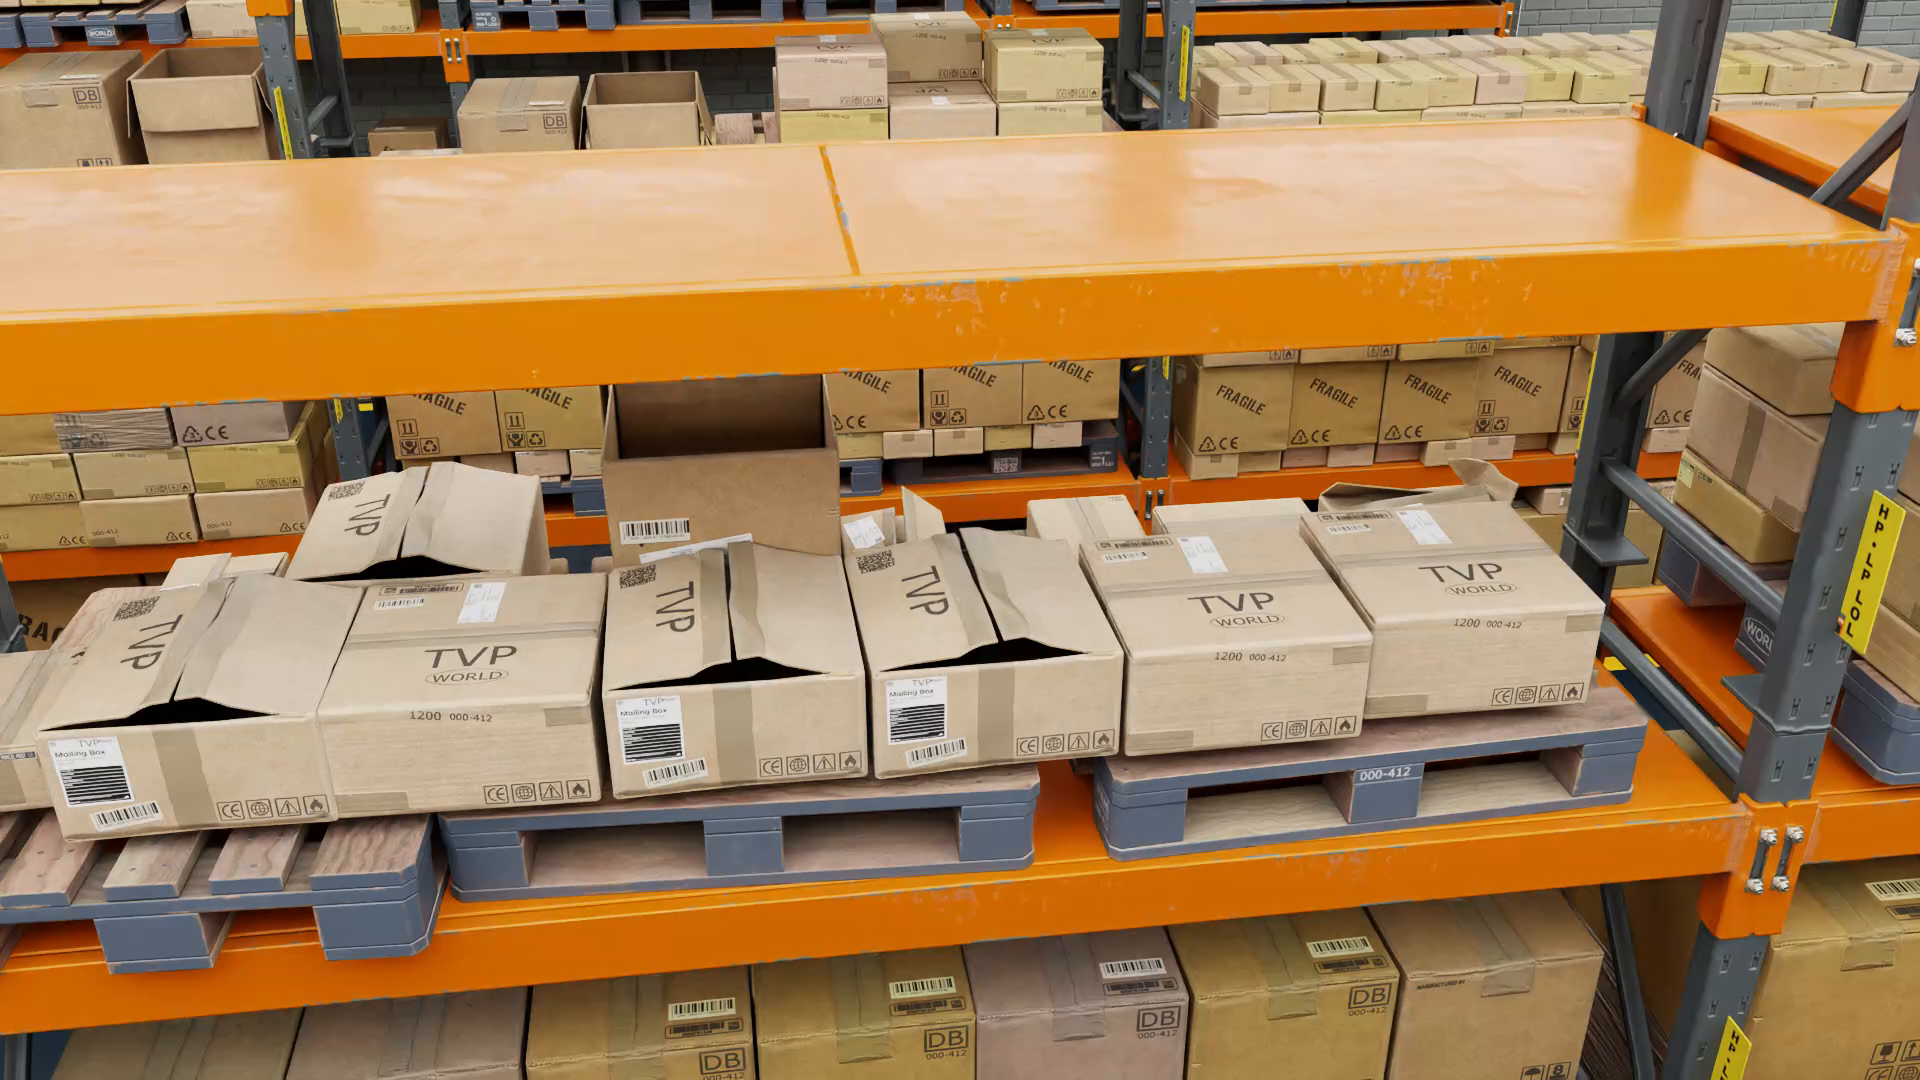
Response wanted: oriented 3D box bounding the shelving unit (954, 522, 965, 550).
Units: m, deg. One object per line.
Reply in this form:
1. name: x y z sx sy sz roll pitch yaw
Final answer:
1. shelving unit: -0.093 -0.448 10.511 0.189 1.200 0.258 -7 28 -14

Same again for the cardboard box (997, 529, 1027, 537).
1. cardboard box: 0.431 0.311 9.478 0.625 0.372 0.950 -3 27 -6

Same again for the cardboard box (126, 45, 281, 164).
1. cardboard box: -3.363 -1.926 7.562 0.637 0.503 0.797 -5 28 -10

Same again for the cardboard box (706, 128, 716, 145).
1. cardboard box: -1.829 -3.062 12.814 0.250 0.149 0.380 -4 27 -7

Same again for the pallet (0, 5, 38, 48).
1. pallet: -7.011 -3.701 11.800 1.003 0.211 1.213 -4 27 -7

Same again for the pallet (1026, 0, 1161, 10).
1. pallet: 1.096 -4.310 12.878 1.213 0.211 1.003 -4 27 -7

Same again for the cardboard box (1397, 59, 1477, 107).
1. cardboard box: 2.326 -2.241 8.151 0.250 0.149 0.380 -5 28 -9

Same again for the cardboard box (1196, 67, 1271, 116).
1. cardboard box: 1.308 -2.155 7.984 0.250 0.149 0.380 -4 27 -8

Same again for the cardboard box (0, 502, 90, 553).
1. cardboard box: -4.480 -0.170 8.163 0.500 0.250 0.500 -4 27 -8

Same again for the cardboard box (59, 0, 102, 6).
1. cardboard box: -6.052 -3.812 11.515 0.250 0.149 0.380 -3 27 -6

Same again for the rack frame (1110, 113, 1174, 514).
1. rack frame: 0.950 -0.705 9.042 0.127 3.000 1.000 -4 27 -7

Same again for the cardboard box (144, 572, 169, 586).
1. cardboard box: -3.706 0.314 8.922 0.875 0.875 0.875 -4 27 -8

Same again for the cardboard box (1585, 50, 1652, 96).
1. cardboard box: 3.342 -2.349 8.361 0.250 0.149 0.380 -4 27 -9

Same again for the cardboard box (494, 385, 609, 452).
1. cardboard box: -2.018 -0.775 8.282 0.500 0.500 0.500 -2 27 -4

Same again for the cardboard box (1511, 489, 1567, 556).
1. cardboard box: 3.137 -0.024 9.445 0.500 0.500 0.500 -4 27 -8

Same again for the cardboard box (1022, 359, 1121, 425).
1. cardboard box: 0.525 -0.936 8.595 0.500 0.500 0.500 -4 27 -8

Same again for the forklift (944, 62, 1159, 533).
1. forklift: 0.788 -1.873 11.393 1.130 2.935 3.031 17 32 30

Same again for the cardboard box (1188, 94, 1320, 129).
1. cardboard box: 1.424 -2.010 8.136 0.500 0.250 0.500 -4 27 -8

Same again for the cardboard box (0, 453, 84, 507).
1. cardboard box: -4.466 -0.385 8.034 0.500 0.250 0.500 -4 27 -8

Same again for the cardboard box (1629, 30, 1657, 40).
1. cardboard box: 3.768 -2.613 8.876 0.250 0.149 0.380 -4 27 -7

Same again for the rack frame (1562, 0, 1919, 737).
1. rack frame: 1.740 -1.143 3.323 0.127 3.000 1.000 -4 27 -7

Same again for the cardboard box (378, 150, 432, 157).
1. cardboard box: -2.728 -1.789 8.142 0.250 0.149 0.380 -4 27 -7

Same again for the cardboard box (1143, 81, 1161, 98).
1. cardboard box: 1.542 -3.643 13.621 0.250 0.149 0.380 -4 27 -8

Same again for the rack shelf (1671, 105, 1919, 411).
1. rack shelf: 3.720 -0.772 3.827 4.000 0.370 1.077 -4 27 -7

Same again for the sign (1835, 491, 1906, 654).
1. sign: 1.825 0.066 3.341 0.005 0.325 0.100 -4 27 -7

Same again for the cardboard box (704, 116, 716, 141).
1. cardboard box: -1.894 -3.246 13.173 0.250 0.149 0.380 -3 27 -6

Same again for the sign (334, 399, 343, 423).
1. sign: -2.930 -0.715 7.793 0.005 0.325 0.100 -4 27 -7

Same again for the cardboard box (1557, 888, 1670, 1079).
1. cardboard box: 2.104 1.430 4.715 0.550 0.550 0.875 -4 27 -7

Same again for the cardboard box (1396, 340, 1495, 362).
1. cardboard box: 2.426 -1.299 8.669 0.500 0.500 0.700 -4 27 -8

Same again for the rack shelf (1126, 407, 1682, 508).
1. rack shelf: 2.931 -0.513 9.454 4.000 0.370 1.077 -4 27 -7

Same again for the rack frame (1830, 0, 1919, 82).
1. rack frame: 4.911 -3.629 8.168 0.127 3.000 1.000 -4 27 -7

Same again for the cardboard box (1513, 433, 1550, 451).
1. cardboard box: 3.054 -0.639 9.188 0.250 0.149 0.380 -4 27 -7

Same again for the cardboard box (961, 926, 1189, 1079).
1. cardboard box: 0.240 1.136 4.247 0.500 0.500 0.700 -3 27 -7

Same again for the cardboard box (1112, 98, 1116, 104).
1. cardboard box: 1.110 -3.378 13.105 0.250 0.149 0.380 -4 27 -8

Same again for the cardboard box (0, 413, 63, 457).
1. cardboard box: -4.486 -0.724 7.874 0.500 0.500 0.500 -4 27 -7

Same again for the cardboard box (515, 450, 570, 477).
1. cardboard box: -2.101 -0.462 8.382 0.250 0.149 0.380 -5 28 -10

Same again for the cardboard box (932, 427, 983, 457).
1. cardboard box: -0.035 -0.582 8.615 0.250 0.149 0.380 -4 27 -8

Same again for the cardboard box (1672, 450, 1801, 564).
1. cardboard box: 2.056 -0.096 4.274 0.250 0.149 0.380 -4 27 -7

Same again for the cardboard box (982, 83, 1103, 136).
1. cardboard box: 0.392 -2.057 8.095 0.500 0.250 0.500 -4 27 -8

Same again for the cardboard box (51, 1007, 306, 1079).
1. cardboard box: -1.775 1.267 3.993 0.500 0.500 0.700 -4 27 -7

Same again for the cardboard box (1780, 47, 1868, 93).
1. cardboard box: 4.357 -2.383 8.428 0.250 0.149 0.380 -3 27 -6

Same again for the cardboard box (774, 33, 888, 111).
1. cardboard box: -0.613 -2.213 7.851 0.500 0.250 0.500 -3 27 -6

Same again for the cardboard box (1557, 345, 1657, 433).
1. cardboard box: 3.420 -0.918 9.020 0.500 0.500 0.500 -4 27 -7

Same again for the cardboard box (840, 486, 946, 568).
1. cardboard box: -0.143 0.043 3.875 0.258 0.266 0.396 -4 27 -7

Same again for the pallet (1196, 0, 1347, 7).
1. pallet: 2.301 -4.386 13.027 1.213 0.211 1.003 -4 27 -7

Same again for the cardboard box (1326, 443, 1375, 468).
1. cardboard box: 2.058 -0.539 8.992 0.250 0.149 0.380 -3 27 -6

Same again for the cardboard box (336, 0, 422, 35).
1. cardboard box: -4.180 -3.820 11.990 0.500 0.250 0.500 -5 28 -9

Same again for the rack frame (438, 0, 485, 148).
1. rack frame: -3.706 -2.695 12.918 0.127 3.000 1.000 -4 27 -7

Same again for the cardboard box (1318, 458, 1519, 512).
1. cardboard box: 1.107 -0.055 4.065 0.396 0.266 0.258 -4 27 -8

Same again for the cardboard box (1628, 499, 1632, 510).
1. cardboard box: 3.551 -0.308 9.288 0.250 0.149 0.380 -3 27 -6

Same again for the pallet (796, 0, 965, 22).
1. pallet: -0.617 -4.137 12.652 1.217 0.209 0.805 -5 28 -9

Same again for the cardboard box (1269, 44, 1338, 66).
1. cardboard box: 1.751 -2.429 8.517 0.250 0.149 0.380 -3 27 -6

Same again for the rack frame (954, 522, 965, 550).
1. rack frame: -0.005 -0.459 10.533 0.006 1.200 0.240 -7 28 -14

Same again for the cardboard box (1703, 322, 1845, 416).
1. cardboard box: 2.058 -0.450 4.091 0.250 0.149 0.380 -4 27 -8

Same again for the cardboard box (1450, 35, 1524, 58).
1. cardboard box: 2.756 -2.544 8.740 0.250 0.149 0.380 -3 27 -6

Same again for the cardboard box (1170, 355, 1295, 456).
1. cardboard box: 1.425 -0.784 8.760 0.500 0.500 0.500 -4 27 -7

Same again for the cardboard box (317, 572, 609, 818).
1. cardboard box: -0.978 0.303 3.386 0.500 0.250 0.500 -3 27 -6

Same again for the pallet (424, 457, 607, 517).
1. pallet: -2.320 -0.459 8.772 1.003 0.211 1.213 -4 27 -7

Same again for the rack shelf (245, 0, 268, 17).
1. rack shelf: -4.991 -2.495 7.184 4.000 0.370 1.077 -4 27 -7

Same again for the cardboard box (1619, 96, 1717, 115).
1. cardboard box: 3.431 -2.139 8.388 0.500 0.250 0.500 -3 27 -6
